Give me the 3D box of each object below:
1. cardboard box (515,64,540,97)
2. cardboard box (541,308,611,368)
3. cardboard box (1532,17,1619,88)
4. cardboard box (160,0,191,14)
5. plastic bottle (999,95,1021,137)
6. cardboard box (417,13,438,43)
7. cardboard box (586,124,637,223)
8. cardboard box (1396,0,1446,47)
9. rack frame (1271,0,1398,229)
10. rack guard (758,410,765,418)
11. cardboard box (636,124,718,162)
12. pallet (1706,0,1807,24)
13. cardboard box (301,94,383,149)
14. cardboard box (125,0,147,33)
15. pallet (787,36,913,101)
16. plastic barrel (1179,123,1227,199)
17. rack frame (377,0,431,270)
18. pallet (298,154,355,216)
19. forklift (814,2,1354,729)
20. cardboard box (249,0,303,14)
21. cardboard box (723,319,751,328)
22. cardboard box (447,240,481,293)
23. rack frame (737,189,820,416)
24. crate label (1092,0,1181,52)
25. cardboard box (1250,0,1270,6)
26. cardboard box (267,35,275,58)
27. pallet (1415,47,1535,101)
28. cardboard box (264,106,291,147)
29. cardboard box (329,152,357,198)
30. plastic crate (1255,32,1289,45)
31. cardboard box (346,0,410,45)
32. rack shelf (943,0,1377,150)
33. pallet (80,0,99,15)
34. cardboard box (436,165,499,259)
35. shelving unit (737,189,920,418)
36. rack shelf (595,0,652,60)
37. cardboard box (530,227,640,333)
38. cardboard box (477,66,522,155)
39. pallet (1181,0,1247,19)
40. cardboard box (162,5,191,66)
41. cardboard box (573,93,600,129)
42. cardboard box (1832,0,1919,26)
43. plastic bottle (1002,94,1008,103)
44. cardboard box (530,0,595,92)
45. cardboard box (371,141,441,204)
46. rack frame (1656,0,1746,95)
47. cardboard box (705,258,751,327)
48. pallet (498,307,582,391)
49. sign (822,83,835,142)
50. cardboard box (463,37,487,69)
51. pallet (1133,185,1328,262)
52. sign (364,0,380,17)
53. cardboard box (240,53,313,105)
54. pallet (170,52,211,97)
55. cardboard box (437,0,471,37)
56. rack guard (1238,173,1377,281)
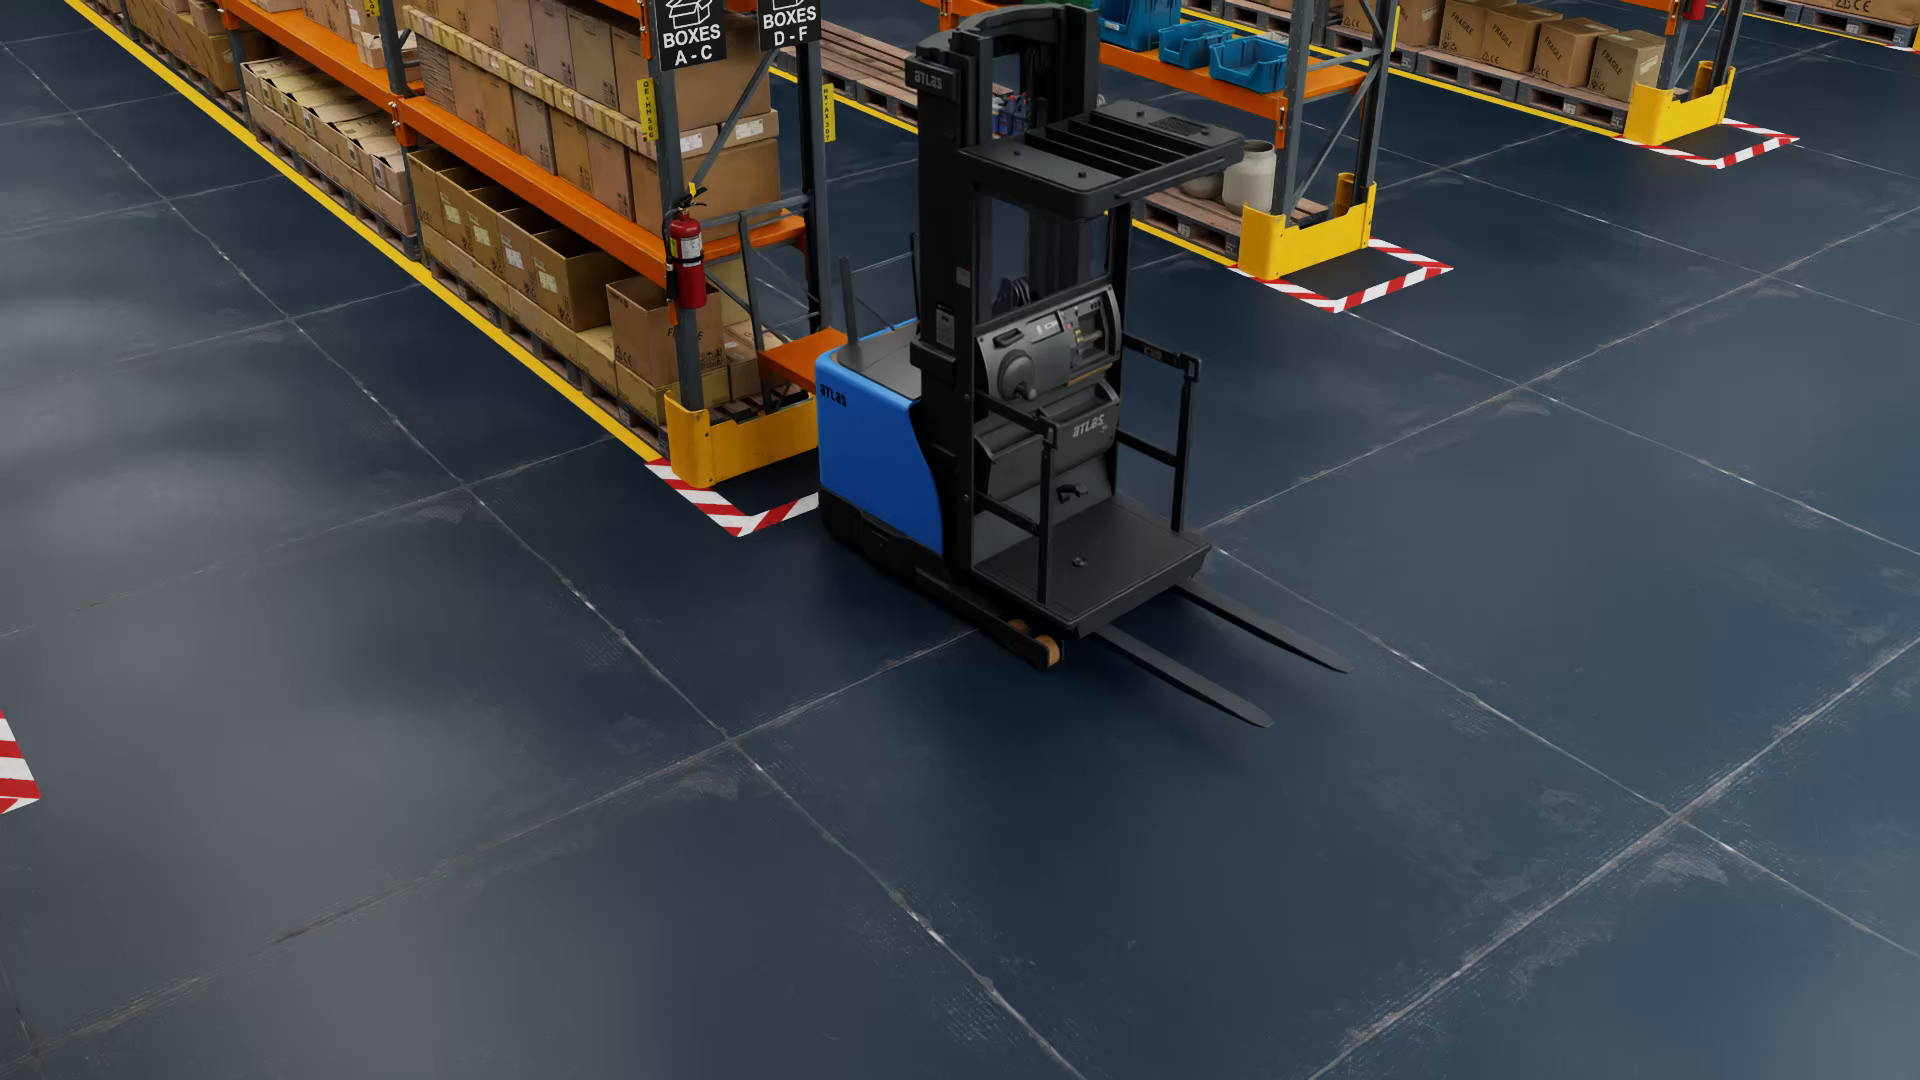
[{"bbox_3d":[-2.533,-2.892,10.354,0.380,0.149,0.250,-23,38,-32],"label":"cardboard box"},{"bbox_3d":[-2.381,-1.381,10.839,0.500,0.250,0.500,-22,38,-31],"label":"cardboard box"},{"bbox_3d":[5.869,-4.655,15.872,0.500,0.500,0.500,-12,34,-19],"label":"cardboard box"},{"bbox_3d":[-7.528,-5.369,16.294,0.500,0.250,0.500,-23,39,-32],"label":"cardboard box"},{"bbox_3d":[0.435,-3.690,14.442,0.144,0.351,0.185,-21,38,-30],"label":"plastic bottle"},{"bbox_3d":[-3.482,-3.537,11.392,0.380,0.149,0.250,-22,38,-31],"label":"cardboard box"},{"bbox_3d":[-1.797,-2.289,9.998,0.700,0.500,0.500,-21,38,-30],"label":"cardboard box"},{"bbox_3d":[4.751,-5.402,17.076,0.500,0.500,0.500,-11,33,-16],"label":"cardboard box"},{"bbox_3d":[2.720,-3.432,11.933,1.000,3.000,0.127,-22,38,-31],"label":"rack frame"},{"bbox_3d":[-0.956,-0.747,10.142,0.587,0.250,0.087,-25,37,-30],"label":"rack guard"},{"bbox_3d":[-1.580,-2.246,9.314,0.380,0.149,0.250,-23,39,-32],"label":"cardboard box"},{"bbox_3d":[9.316,-6.228,19.078,1.003,0.211,1.213,-22,38,-31],"label":"pallet"},{"bbox_3d":[-5.056,-3.457,13.649,0.500,0.311,0.500,-23,38,-32],"label":"cardboard box"},{"bbox_3d":[-8.449,-5.677,17.499,0.500,0.500,0.500,-24,39,-33],"label":"cardboard box"},{"bbox_3d":[-0.997,-4.738,16.678,1.003,0.211,1.213,-22,38,-31],"label":"pallet"},{"bbox_3d":[1.949,-3.012,13.216,0.421,0.512,0.421,0,32,0],"label":"plastic barrel"},{"bbox_3d":[-3.648,-3.498,12.039,1.000,3.000,0.127,-22,38,-31],"label":"rack frame"},{"bbox_3d":[-4.883,-3.117,14.068,1.003,0.211,1.213,-22,38,-31],"label":"pallet"},{"bbox_3d":[0.586,-0.914,7.944,1.130,2.935,3.031,-26,40,-35],"label":"forklift"},{"bbox_3d":[-5.705,-4.692,14.045,0.500,0.311,0.500,-23,38,-32],"label":"cardboard box"},{"bbox_3d":[-1.657,-1.344,10.779,0.500,0.250,0.500,-22,38,-31],"label":"cardboard box"},{"bbox_3d":[-3.300,-2.007,11.846,0.500,0.250,0.500,-22,38,-31],"label":"cardboard box"},{"bbox_3d":[-0.999,-1.282,9.822,0.500,1.500,0.032,-25,37,-30],"label":"rack frame"},{"bbox_3d":[1.378,-4.126,13.017,0.502,0.435,0.616,-22,38,-31],"label":"crate label"},{"bbox_3d":[3.543,-6.294,18.493,0.700,0.500,0.500,-23,38,-32],"label":"cardboard box"},{"bbox_3d":[-6.479,-4.788,16.069,0.500,0.500,0.500,-24,39,-33],"label":"cardboard box"},{"bbox_3d":[5.372,-4.740,16.681,1.003,0.211,1.213,-22,38,-31],"label":"pallet"},{"bbox_3d":[-5.702,-3.653,14.496,0.500,0.250,0.500,-23,39,-33],"label":"cardboard box"},{"bbox_3d":[-4.754,-3.012,13.464,0.500,0.250,0.500,-21,38,-30],"label":"cardboard box"},{"bbox_3d":[2.426,-3.797,12.770,0.298,0.136,0.250,-22,38,-31],"label":"plastic crate"},{"bbox_3d":[-4.429,-4.085,12.890,0.500,0.500,0.500,-19,37,-28],"label":"cardboard box"},{"bbox_3d":[1.494,-3.960,13.464,1.077,0.370,4.000,-22,38,-31],"label":"rack shelf"},{"bbox_3d":[-9.726,-6.443,19.423,1.003,0.211,1.213,-22,38,-31],"label":"pallet"},{"bbox_3d":[-3.298,-2.326,11.650,0.500,0.500,0.500,-22,38,-31],"label":"cardboard box"},{"bbox_3d":[-0.692,-1.097,9.475,0.587,1.500,1.083,-25,37,-30],"label":"shelving unit"},{"bbox_3d":[-2.421,-3.633,10.095,1.077,0.370,4.000,-22,38,-31],"label":"rack shelf"},{"bbox_3d":[-2.384,-1.699,10.640,0.500,0.500,0.500,-22,38,-31],"label":"cardboard box"},{"bbox_3d":[-2.738,-2.929,11.029,0.700,0.500,0.500,-22,38,-31],"label":"cardboard box"},{"bbox_3d":[2.949,-6.350,19.273,1.003,0.211,1.213,-22,38,-31],"label":"pallet"},{"bbox_3d":[-7.503,-5.036,16.468,0.500,0.500,0.500,-24,39,-33],"label":"cardboard box"},{"bbox_3d":[-2.051,-2.567,9.831,0.380,0.149,0.250,-22,38,-31],"label":"cardboard box"},{"bbox_3d":[10.145,-6.134,17.899,0.875,0.875,0.875,-22,38,-31],"label":"cardboard box"},{"bbox_3d":[0.420,-3.766,14.628,0.061,0.283,0.133,-22,38,-31],"label":"plastic bottle"},{"bbox_3d":[-2.140,-3.072,10.029,0.700,0.500,0.500,-22,38,-31],"label":"cardboard box"},{"bbox_3d":[-4.123,-2.822,12.628,0.500,0.311,0.500,-22,38,-31],"label":"cardboard box"},{"bbox_3d":[6.633,-5.034,14.513,1.000,3.000,0.127,-22,38,-31],"label":"rack frame"},{"bbox_3d":[-1.656,-1.663,10.582,0.500,0.500,0.500,-22,38,-31],"label":"cardboard box"},{"bbox_3d":[-2.441,-1.460,11.400,1.003,0.211,1.213,-22,38,-31],"label":"pallet"},{"bbox_3d":[-0.753,-2.409,9.391,0.100,0.325,0.005,-22,38,-31],"label":"sign"},{"bbox_3d":[-3.009,-3.216,10.875,0.380,0.149,0.250,-24,39,-33],"label":"cardboard box"},{"bbox_3d":[2.142,-2.604,13.243,1.003,0.211,1.213,-22,38,-31],"label":"pallet"},{"bbox_3d":[-4.070,-3.776,11.465,0.100,0.325,0.005,-22,38,-31],"label":"sign"},{"bbox_3d":[-6.011,-4.100,14.685,0.500,0.311,0.500,-21,37,-30],"label":"cardboard box"},{"bbox_3d":[-7.272,-4.812,16.797,1.003,0.211,1.213,-22,38,-31],"label":"pallet"},{"bbox_3d":[-3.060,-3.698,11.037,0.700,0.500,0.500,-22,38,-32],"label":"cardboard box"},{"bbox_3d":[2.636,-2.386,12.618,1.175,0.500,0.348,-22,38,-31],"label":"rack guard"}]
